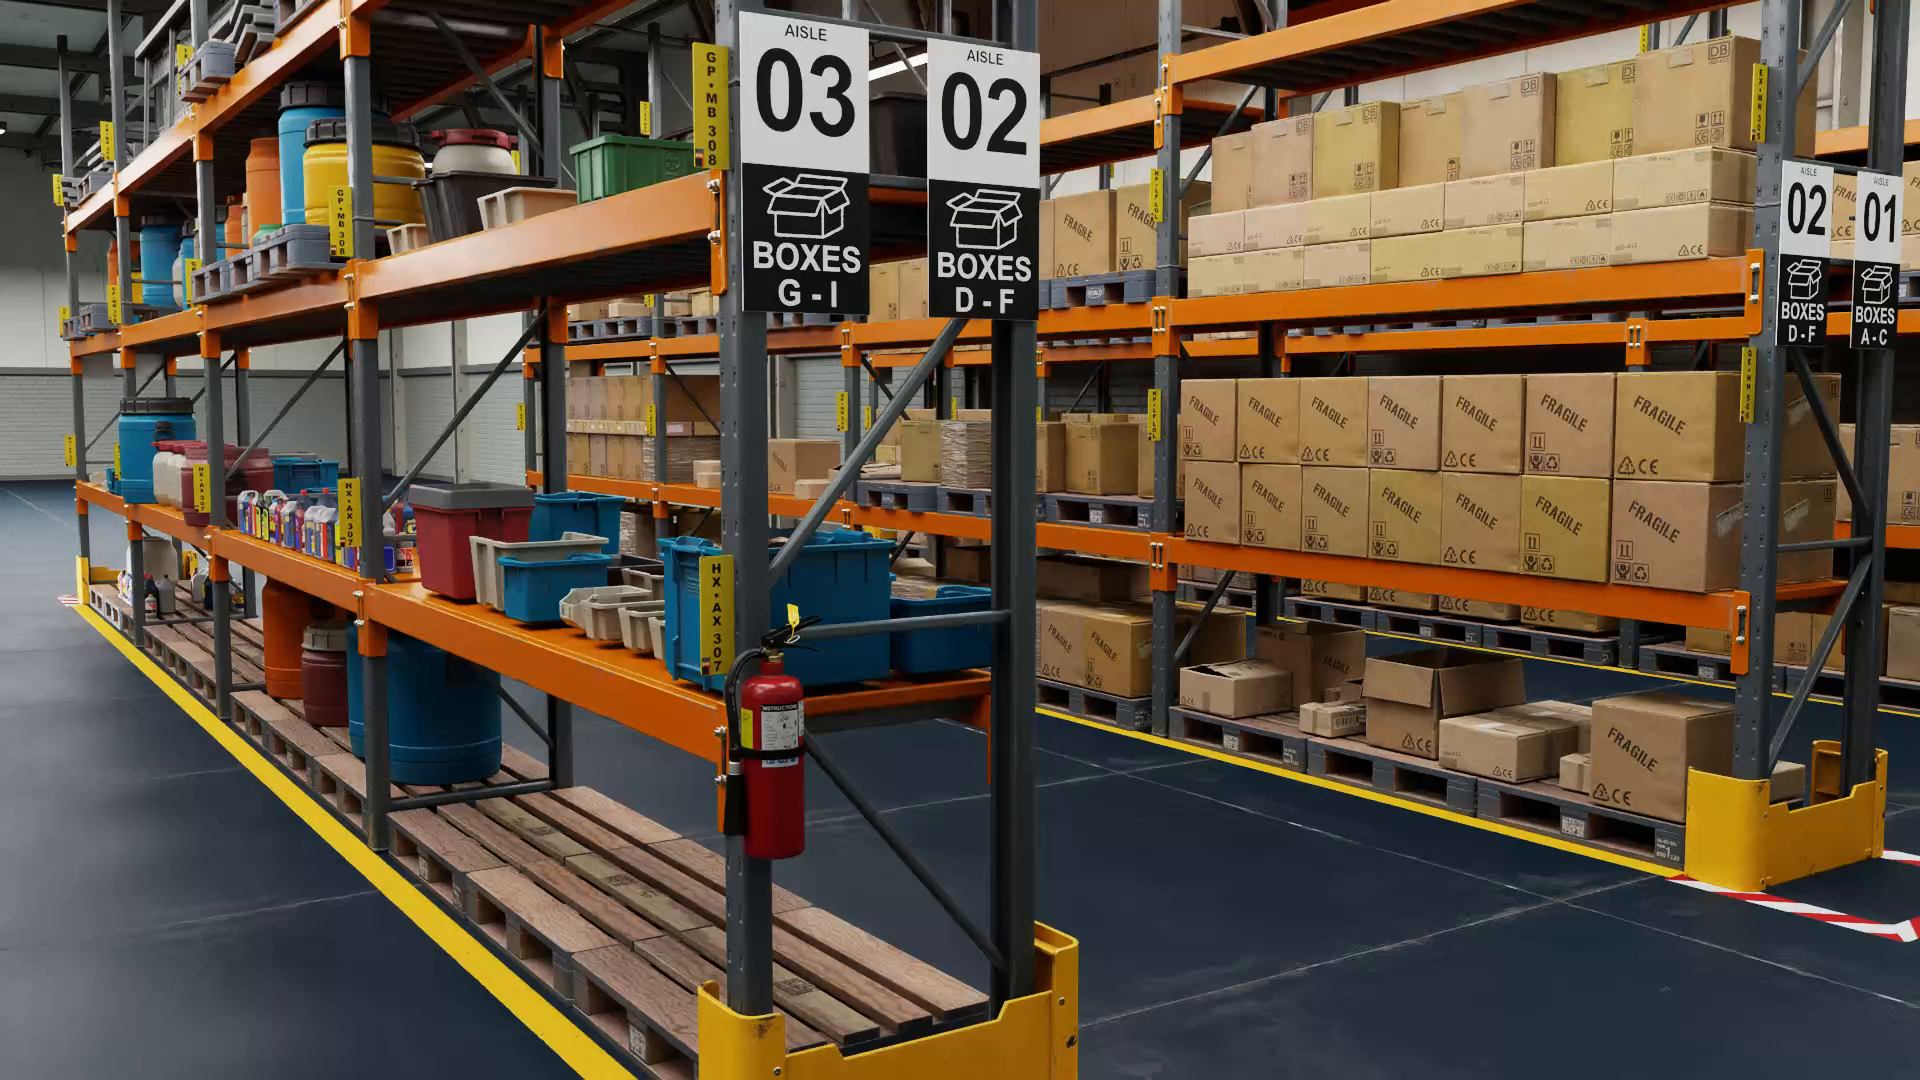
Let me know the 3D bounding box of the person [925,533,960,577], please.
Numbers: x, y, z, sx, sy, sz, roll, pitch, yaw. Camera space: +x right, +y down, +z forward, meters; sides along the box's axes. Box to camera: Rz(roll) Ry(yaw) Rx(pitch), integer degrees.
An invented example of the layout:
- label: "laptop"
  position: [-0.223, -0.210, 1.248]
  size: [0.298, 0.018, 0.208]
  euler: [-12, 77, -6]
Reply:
- label: "person"
  position: [-0.124, -0.054, 16.502]
  size: [0.468, 1.697, 0.552]
  euler: [-4, 6, -42]
